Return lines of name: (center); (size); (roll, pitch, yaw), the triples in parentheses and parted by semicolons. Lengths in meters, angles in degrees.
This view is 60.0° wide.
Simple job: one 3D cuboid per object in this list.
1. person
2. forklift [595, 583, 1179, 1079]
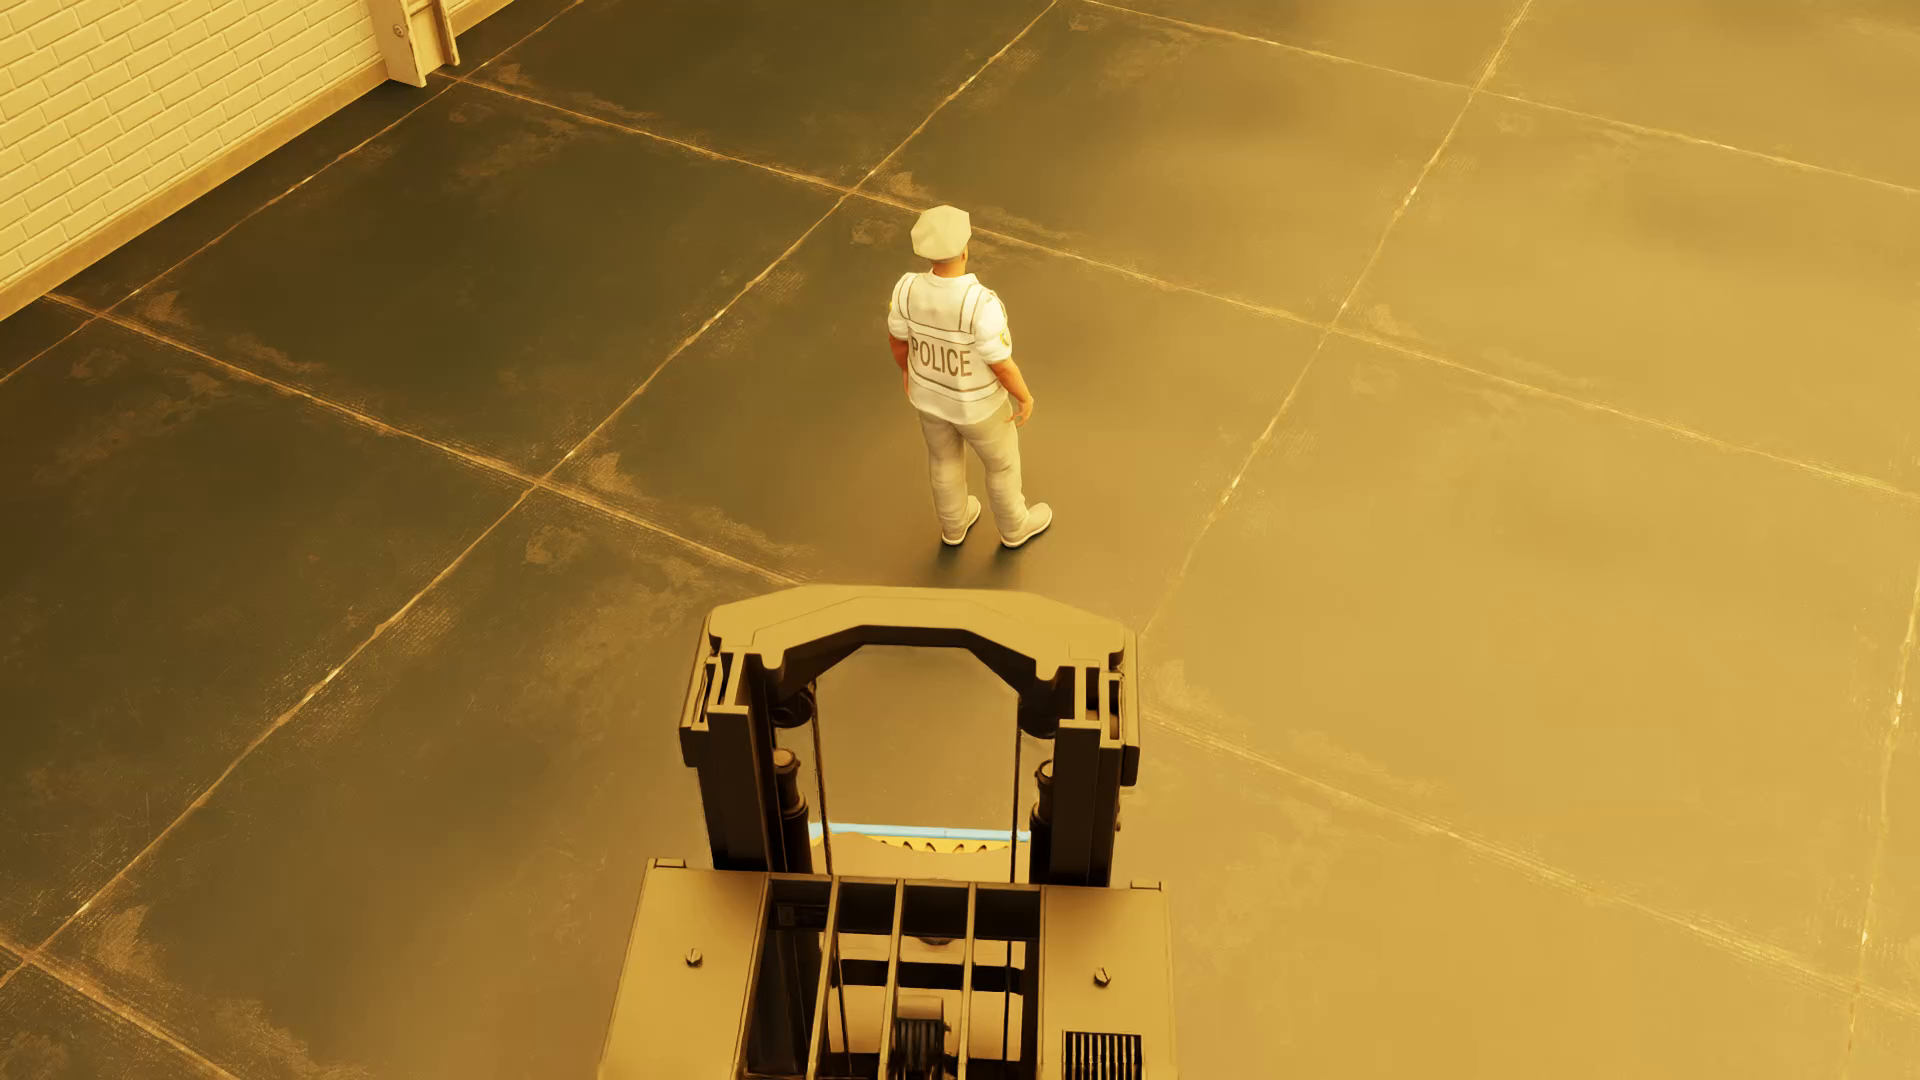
person: (0.047, -0.698, 7.221); (0.641, 1.780, 0.574); (20, 47, 20)
forklift: (-0.127, 1.637, 3.916); (1.130, 2.935, 3.031); (2, 43, 2)
